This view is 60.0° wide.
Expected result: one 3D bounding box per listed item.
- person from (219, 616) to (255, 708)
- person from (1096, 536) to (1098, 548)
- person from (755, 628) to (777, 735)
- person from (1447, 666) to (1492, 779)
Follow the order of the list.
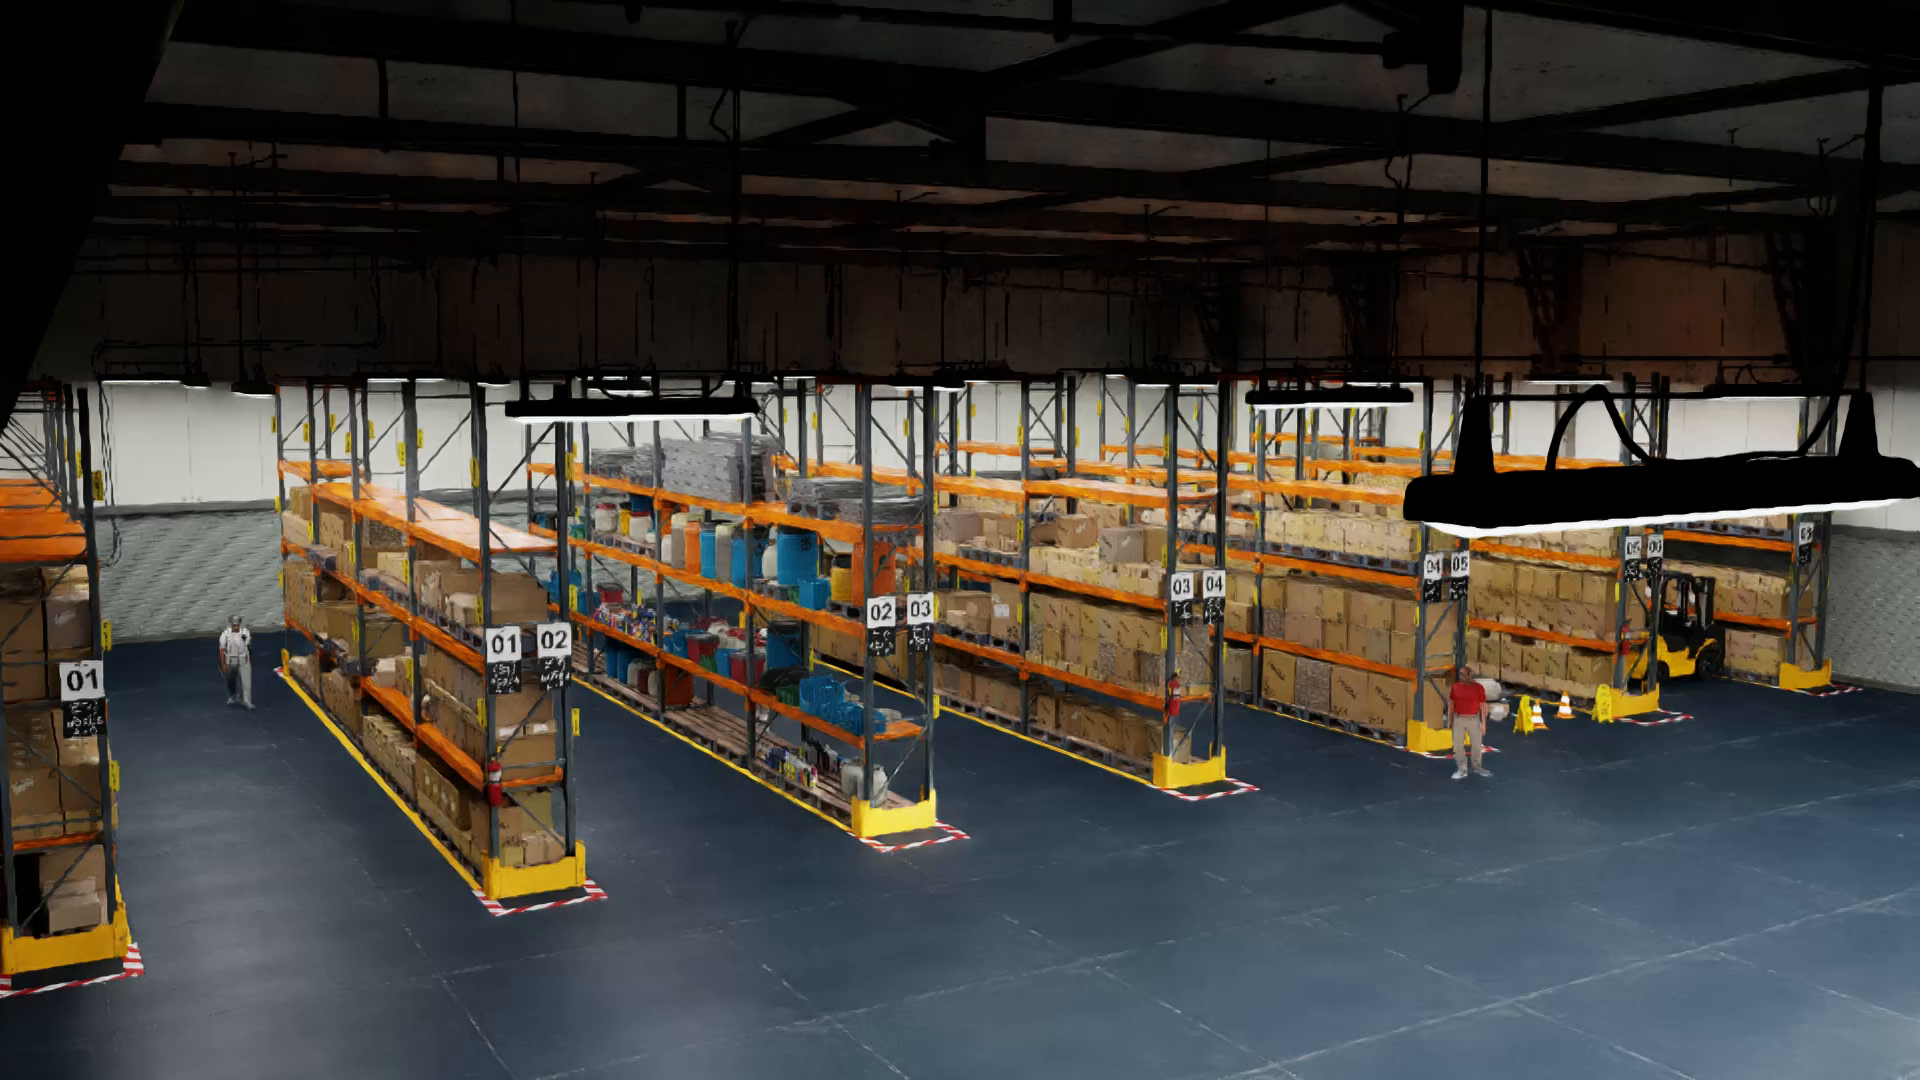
[{"bbox_3d":[-13.116,2.189,30.134,0.542,1.672,1.126,-3,7,-28],"label":"person"},{"bbox_3d":[3.643,0.585,44.436,0.652,1.759,0.384,4,7,30],"label":"person"},{"bbox_3d":[-3.290,2.358,27.982,0.380,1.796,0.678,-5,8,-39],"label":"person"},{"bbox_3d":[7.700,2.736,25.153,0.649,1.716,0.559,4,7,33],"label":"person"}]
